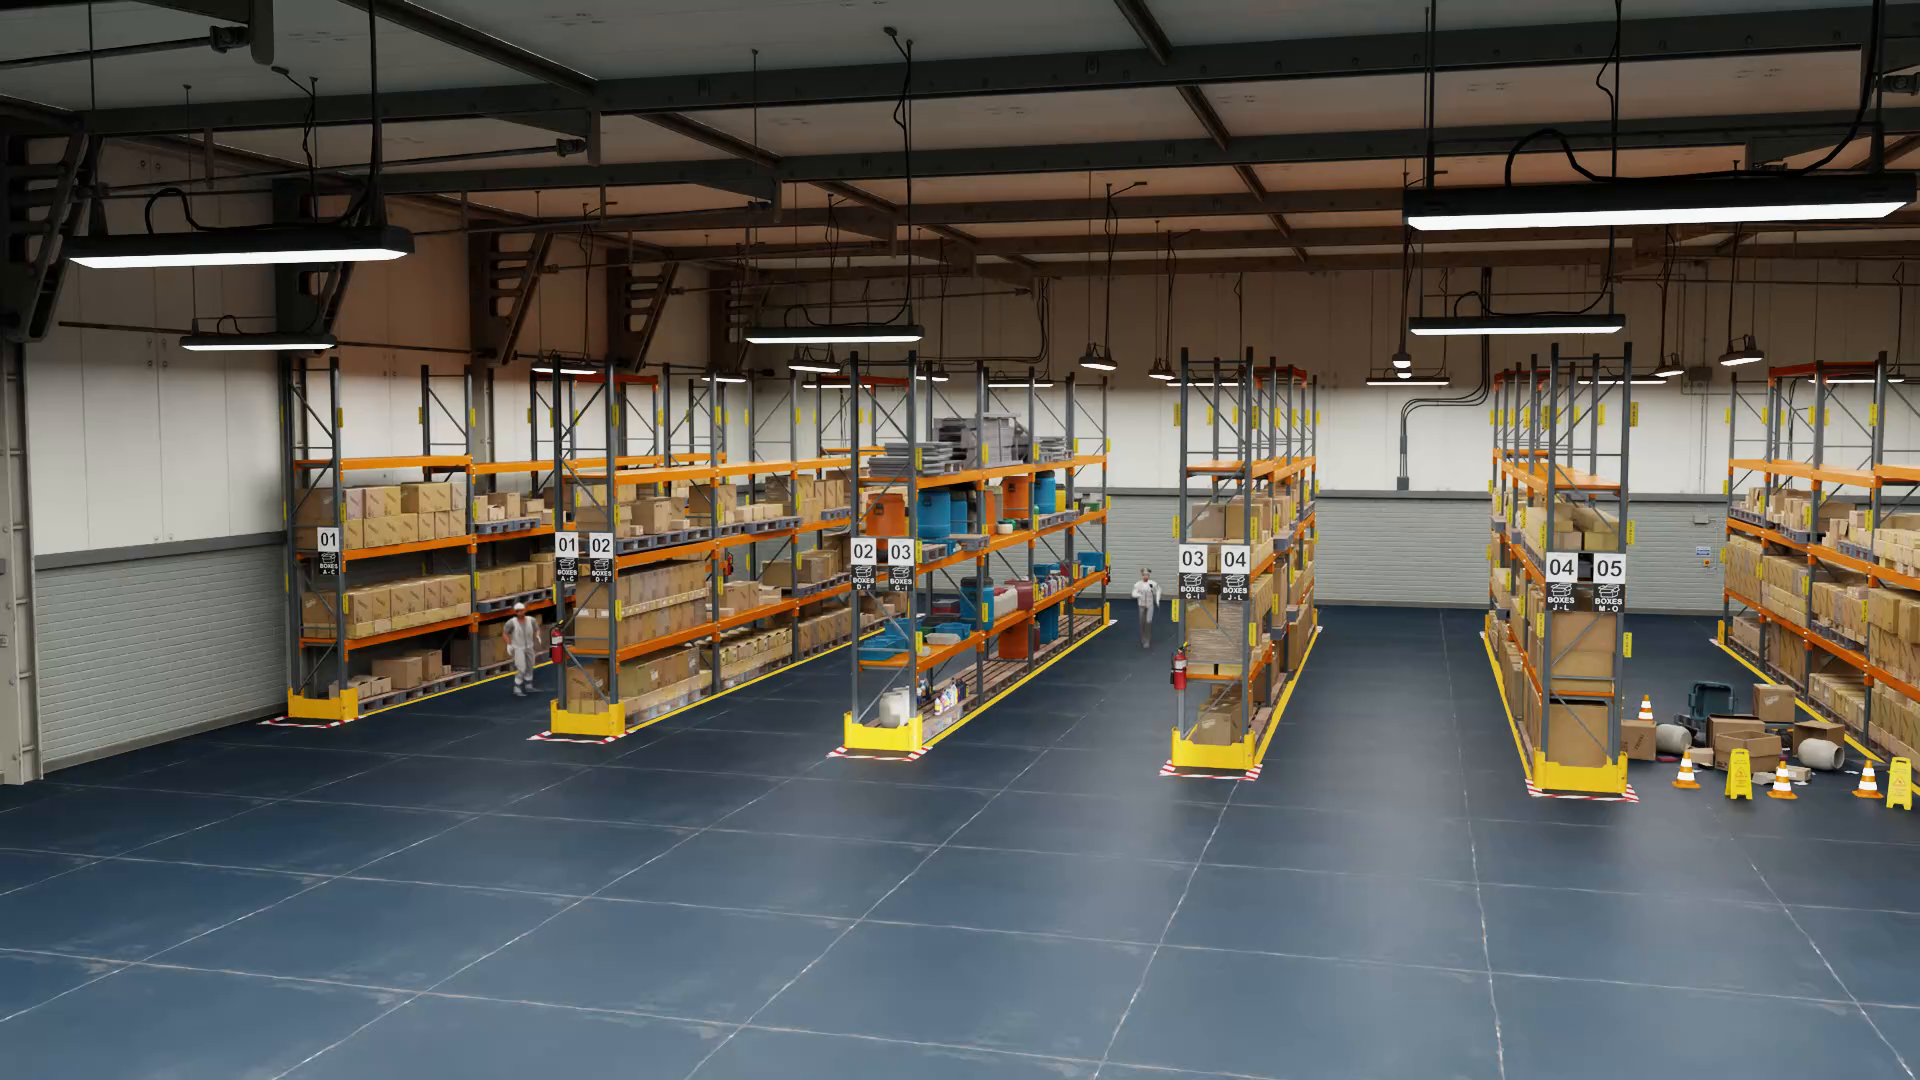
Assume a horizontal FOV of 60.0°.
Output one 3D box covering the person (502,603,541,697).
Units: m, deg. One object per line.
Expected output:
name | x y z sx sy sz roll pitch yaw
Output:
person | -7.828 1.965 29.951 0.679 1.718 0.792 -4 6 -43

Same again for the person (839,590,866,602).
person | -2.724 0.896 43.355 1.066 1.768 0.682 1 4 15

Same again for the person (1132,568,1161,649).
person | 4.073 1.477 36.429 0.585 1.740 0.815 1 4 14
